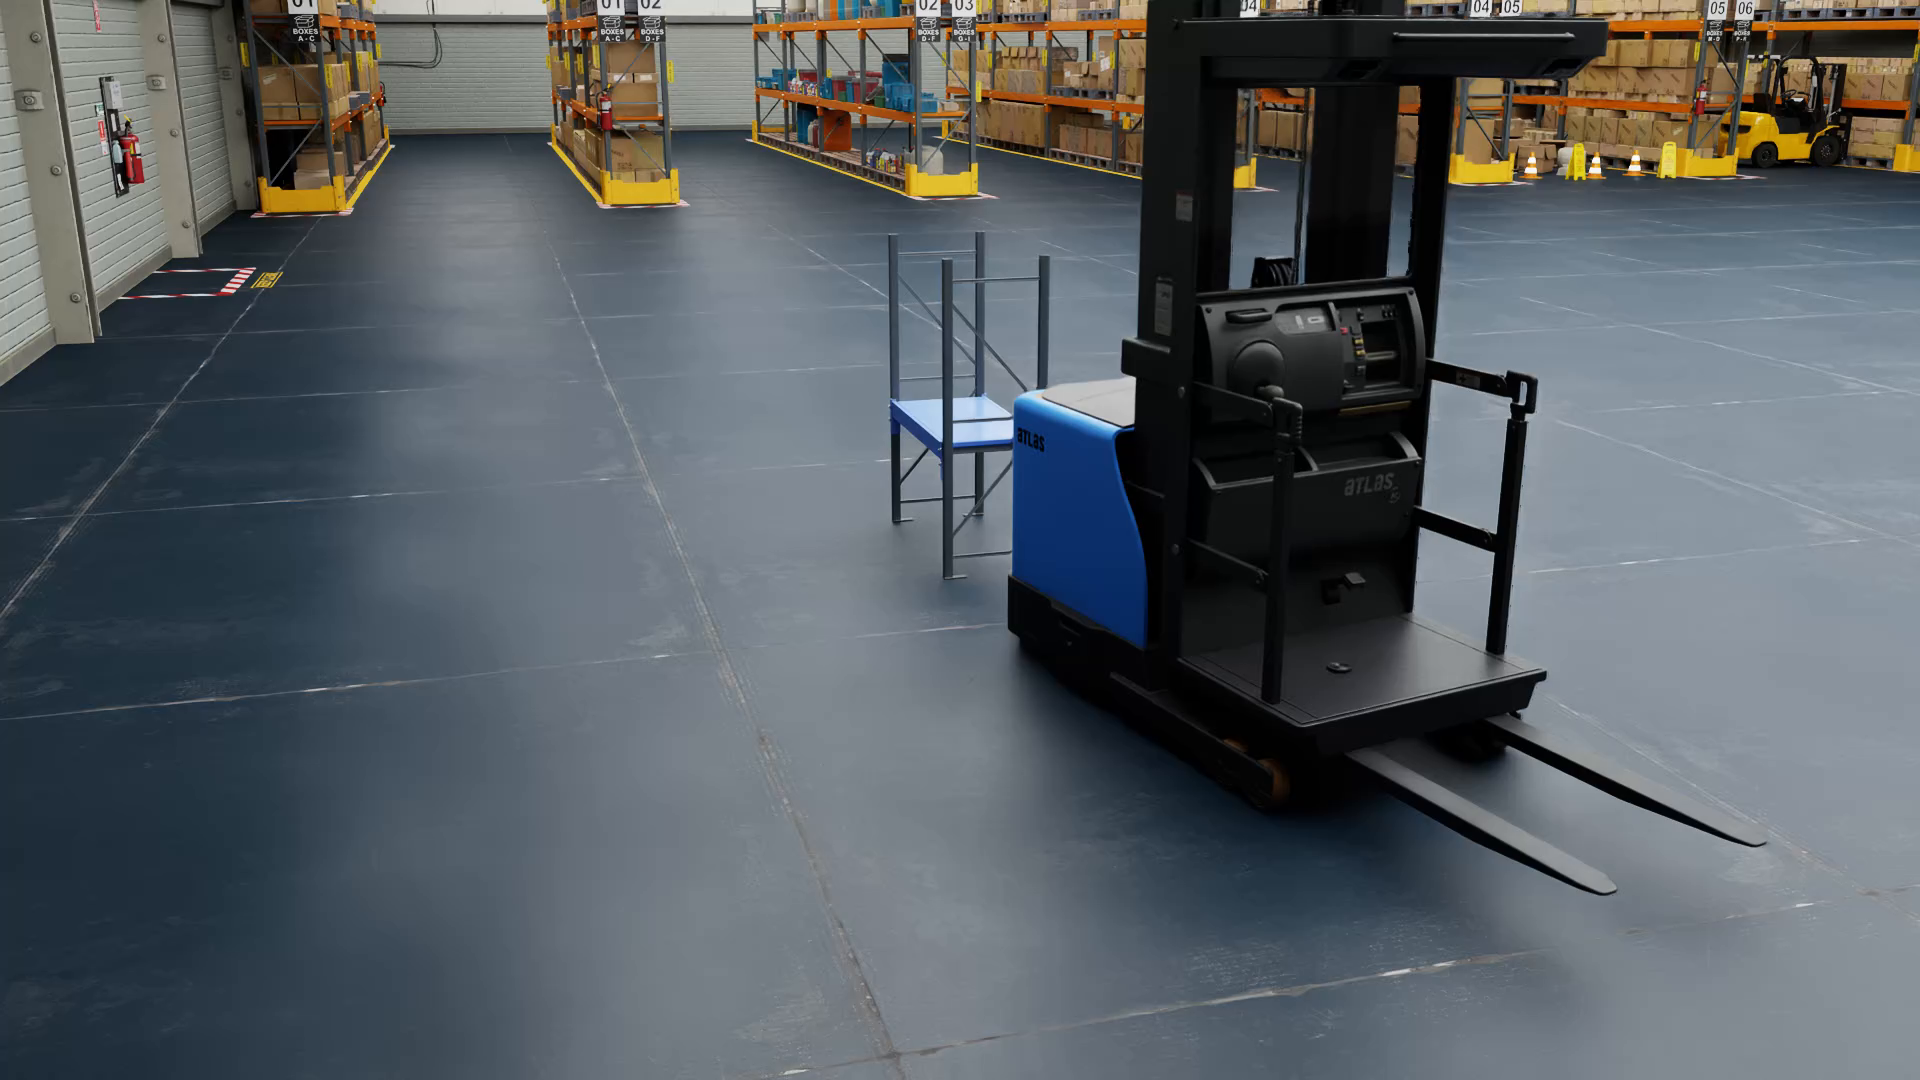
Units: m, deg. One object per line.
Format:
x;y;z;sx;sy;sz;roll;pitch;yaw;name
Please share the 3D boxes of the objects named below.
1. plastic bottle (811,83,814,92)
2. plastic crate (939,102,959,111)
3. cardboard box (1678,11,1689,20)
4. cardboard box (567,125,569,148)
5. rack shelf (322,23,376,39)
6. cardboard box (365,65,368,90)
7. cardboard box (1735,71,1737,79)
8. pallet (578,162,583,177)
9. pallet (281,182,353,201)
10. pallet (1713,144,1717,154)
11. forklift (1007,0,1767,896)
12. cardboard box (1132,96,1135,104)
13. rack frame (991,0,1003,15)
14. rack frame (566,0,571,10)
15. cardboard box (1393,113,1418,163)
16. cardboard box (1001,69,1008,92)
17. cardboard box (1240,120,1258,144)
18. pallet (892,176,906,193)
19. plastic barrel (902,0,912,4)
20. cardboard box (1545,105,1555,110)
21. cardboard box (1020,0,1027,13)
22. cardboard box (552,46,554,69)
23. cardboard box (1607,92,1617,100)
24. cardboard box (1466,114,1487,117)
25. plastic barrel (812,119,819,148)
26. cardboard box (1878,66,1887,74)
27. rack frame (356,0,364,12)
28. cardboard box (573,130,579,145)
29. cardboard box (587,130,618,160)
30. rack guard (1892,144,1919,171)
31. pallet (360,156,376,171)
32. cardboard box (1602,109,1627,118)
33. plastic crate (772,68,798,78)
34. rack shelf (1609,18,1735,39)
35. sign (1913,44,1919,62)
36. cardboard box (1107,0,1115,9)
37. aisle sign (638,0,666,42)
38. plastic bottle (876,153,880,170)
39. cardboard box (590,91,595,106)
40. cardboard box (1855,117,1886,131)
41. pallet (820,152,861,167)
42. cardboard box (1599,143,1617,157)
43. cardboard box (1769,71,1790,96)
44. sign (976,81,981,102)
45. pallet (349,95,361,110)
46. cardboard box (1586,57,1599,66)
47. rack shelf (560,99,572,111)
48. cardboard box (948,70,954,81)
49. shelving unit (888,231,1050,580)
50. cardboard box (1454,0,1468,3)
-3.087;-9.494;35.067;0.097;0.271;0.097;0;17;0;plastic bottle
-0.172;-7.260;27.865;0.298;0.136;0.250;-5;17;-15;plastic crate
13.588;-9.747;30.911;0.380;0.149;0.250;-5;17;-15;cardboard box
-8.111;-8.617;35.505;0.500;0.500;0.500;-4;17;-15;cardboard box
-13.609;-11.295;36.875;1.077;0.370;4.000;-5;17;-15;rack shelf
-12.410;-9.462;34.011;0.500;0.500;0.500;-5;17;-15;cardboard box
17.198;-10.213;36.630;0.500;0.250;0.500;-5;17;-17;cardboard box
-6.678;-7.032;31.497;1.003;0.211;1.213;-5;17;-15;pallet
-10.303;-5.580;26.661;1.003;0.211;1.213;-5;17;-15;pallet
17.487;-8.654;36.893;1.003;0.211;1.213;-5;17;-15;pallet
1.329;-0.663;5.565;1.130;2.935;3.031;-9;19;-26;forklift
3.426;-8.202;30.980;0.380;0.149;0.250;-5;17;-15;cardboard box
1.229;-13.697;38.409;1.000;3.000;0.127;-5;17;-15;rack frame
-7.198;-11.809;32.122;1.000;3.000;0.127;-5;17;-15;rack frame
8.581;-7.730;31.937;0.875;0.875;0.875;-5;17;-15;cardboard box
1.254;-10.586;38.306;0.500;0.500;0.500;-5;17;-15;cardboard box
6.692;-9.247;37.638;0.500;0.500;0.500;-5;17;-16;cardboard box
-0.520;-6.020;28.127;1.003;0.211;1.213;-5;17;-15;pallet
-0.671;-9.146;27.416;0.600;0.588;0.600;0;17;0;plastic barrel
15.371;-11.195;42.996;0.380;0.149;0.250;-4;17;-13;cardboard box
1.746;-11.968;36.958;0.797;0.503;0.637;-5;17;-16;cardboard box
-9.244;-11.249;38.774;0.500;0.500;0.500;-4;17;-14;cardboard box
13.076;-8.807;32.995;0.380;0.149;0.250;-5;17;-15;cardboard box
11.746;-9.882;39.101;0.875;0.875;0.875;-5;17;-16;cardboard box
-2.896;-8.819;36.058;0.600;0.588;0.708;-5;17;-15;plastic barrel
18.351;-9.259;32.761;0.380;0.149;0.250;-4;17;-14;cardboard box
-13.059;-12.522;34.498;1.000;3.000;0.127;-5;17;-15;rack frame
-7.336;-7.920;32.680;0.500;0.311;0.500;-4;17;-13;cardboard box
-6.127;-6.782;28.561;0.500;0.500;0.500;-5;17;-15;cardboard box
18.833;-7.478;32.478;1.175;0.500;0.348;-5;17;-15;rack guard
-12.104;-7.431;32.825;1.003;0.211;1.213;-5;17;-15;pallet
13.055;-8.509;33.183;0.380;0.149;0.250;-4;17;-12;cardboard box
-4.361;-11.507;41.379;0.616;0.435;0.499;-5;17;-15;plastic crate
13.505;-9.934;32.344;1.077;0.370;4.000;-5;17;-15;rack shelf
18.301;-9.311;31.810;0.100;0.325;0.005;-5;17;-15;sign
3.073;-10.437;32.272;0.396;0.266;0.258;-4;17;-13;cardboard box
-4.687;-7.974;25.265;0.394;0.787;0.004;-5;17;-15;aisle sign
-1.455;-6.772;29.740;0.061;0.283;0.133;-4;17;-13;plastic bottle
-6.517;-7.993;30.082;0.396;0.266;0.258;-5;17;-17;cardboard box
18.254;-8.288;33.142;0.500;0.250;0.500;-4;17;-14;cardboard box
-2.259;-7.773;33.963;1.003;0.211;1.213;-5;17;-15;pallet
13.164;-7.801;33.258;0.500;0.250;0.500;-5;17;-16;cardboard box
17.598;-9.693;35.332;0.500;0.500;0.500;-5;17;-17;cardboard box
0.294;-7.288;27.020;0.100;0.325;0.005;-5;17;-15;sign
-10.931;-7.568;28.764;1.003;0.211;1.213;-5;17;-15;pallet
12.987;-9.782;33.375;0.700;0.500;0.500;-5;17;-15;cardboard box
-7.748;-9.144;34.930;1.077;0.370;4.000;-5;17;-15;rack shelf
0.002;-11.847;42.422;0.500;0.250;0.500;-5;17;-17;cardboard box
0.023;-0.695;8.158;0.538;1.500;1.048;-5;17;-15;shelving unit
8.906;-9.499;29.181;0.380;0.149;0.250;-5;17;-15;cardboard box
